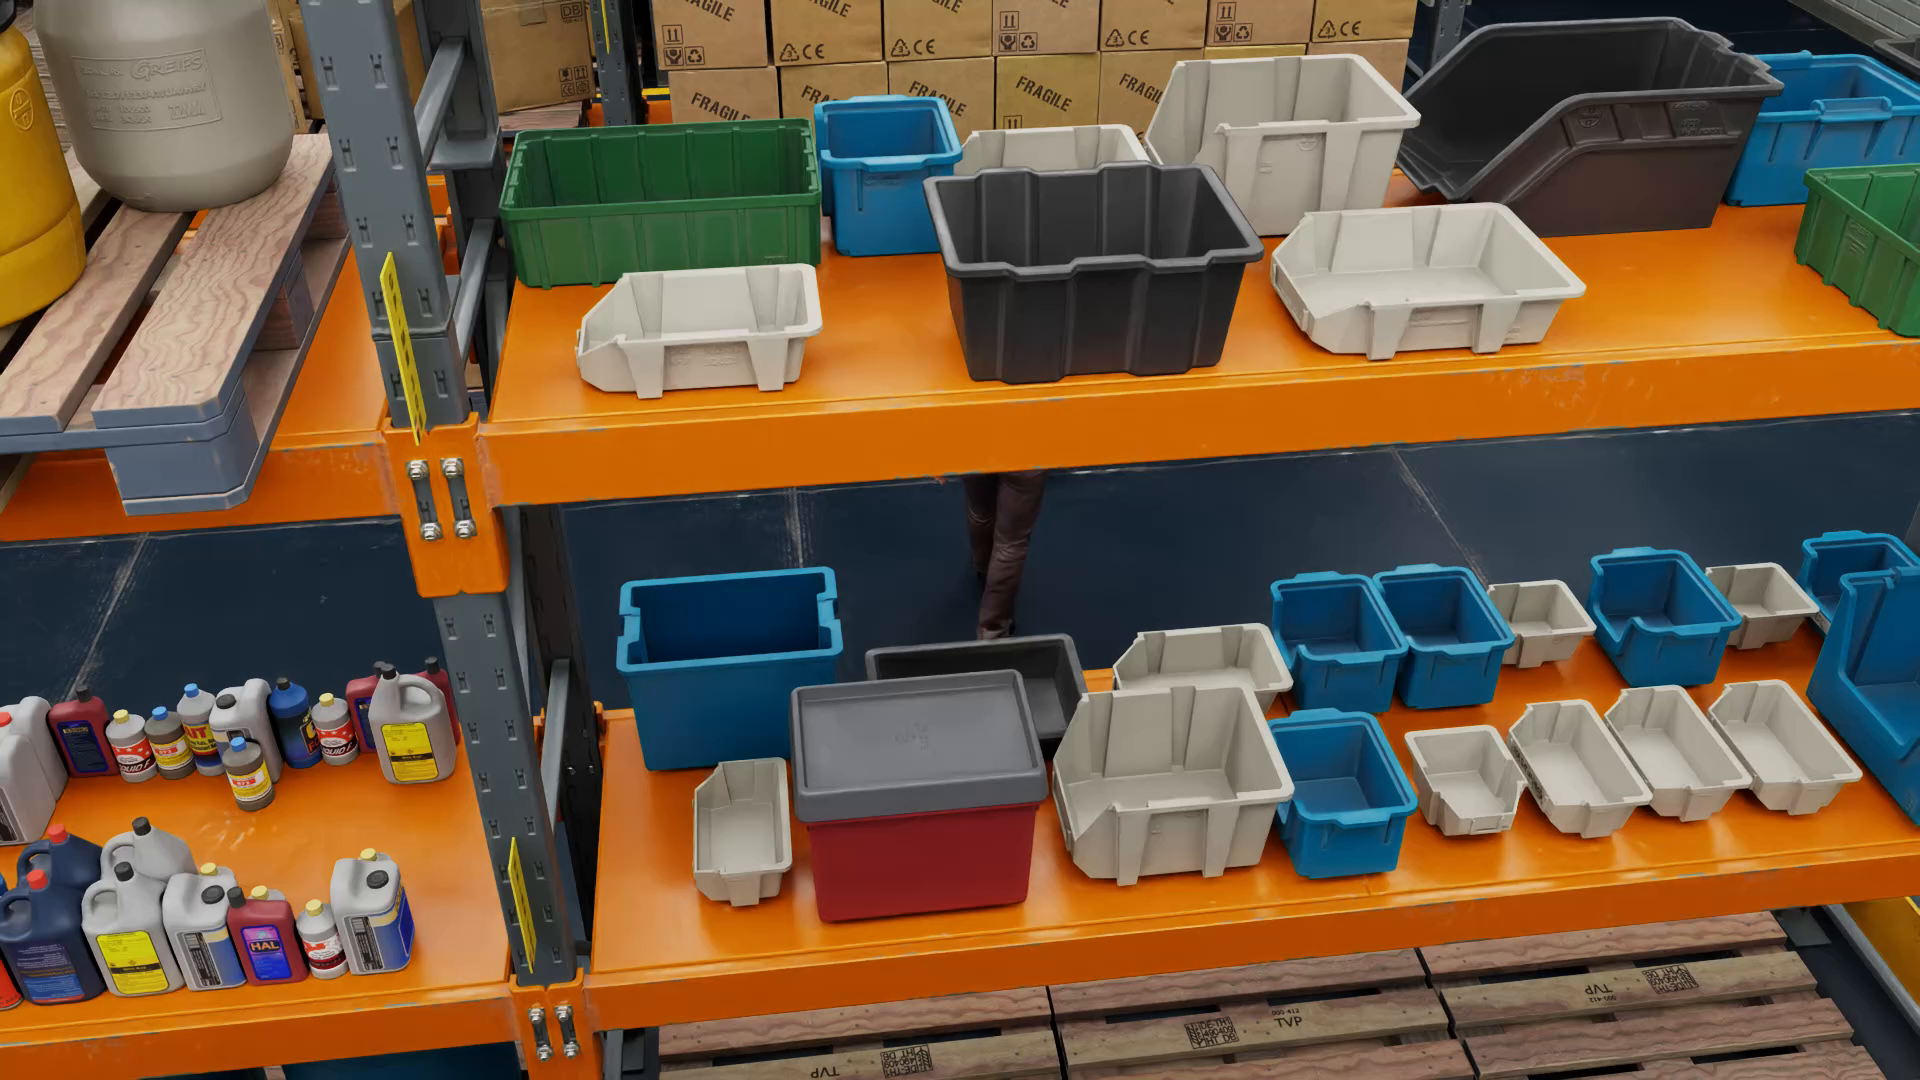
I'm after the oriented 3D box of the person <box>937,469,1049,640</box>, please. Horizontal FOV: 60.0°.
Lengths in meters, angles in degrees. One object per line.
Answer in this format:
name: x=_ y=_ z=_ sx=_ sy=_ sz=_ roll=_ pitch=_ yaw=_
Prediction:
person: x=0.212 y=-0.408 z=6.751 sx=0.559 sy=1.702 sz=0.827 roll=8 pitch=35 yaw=11
